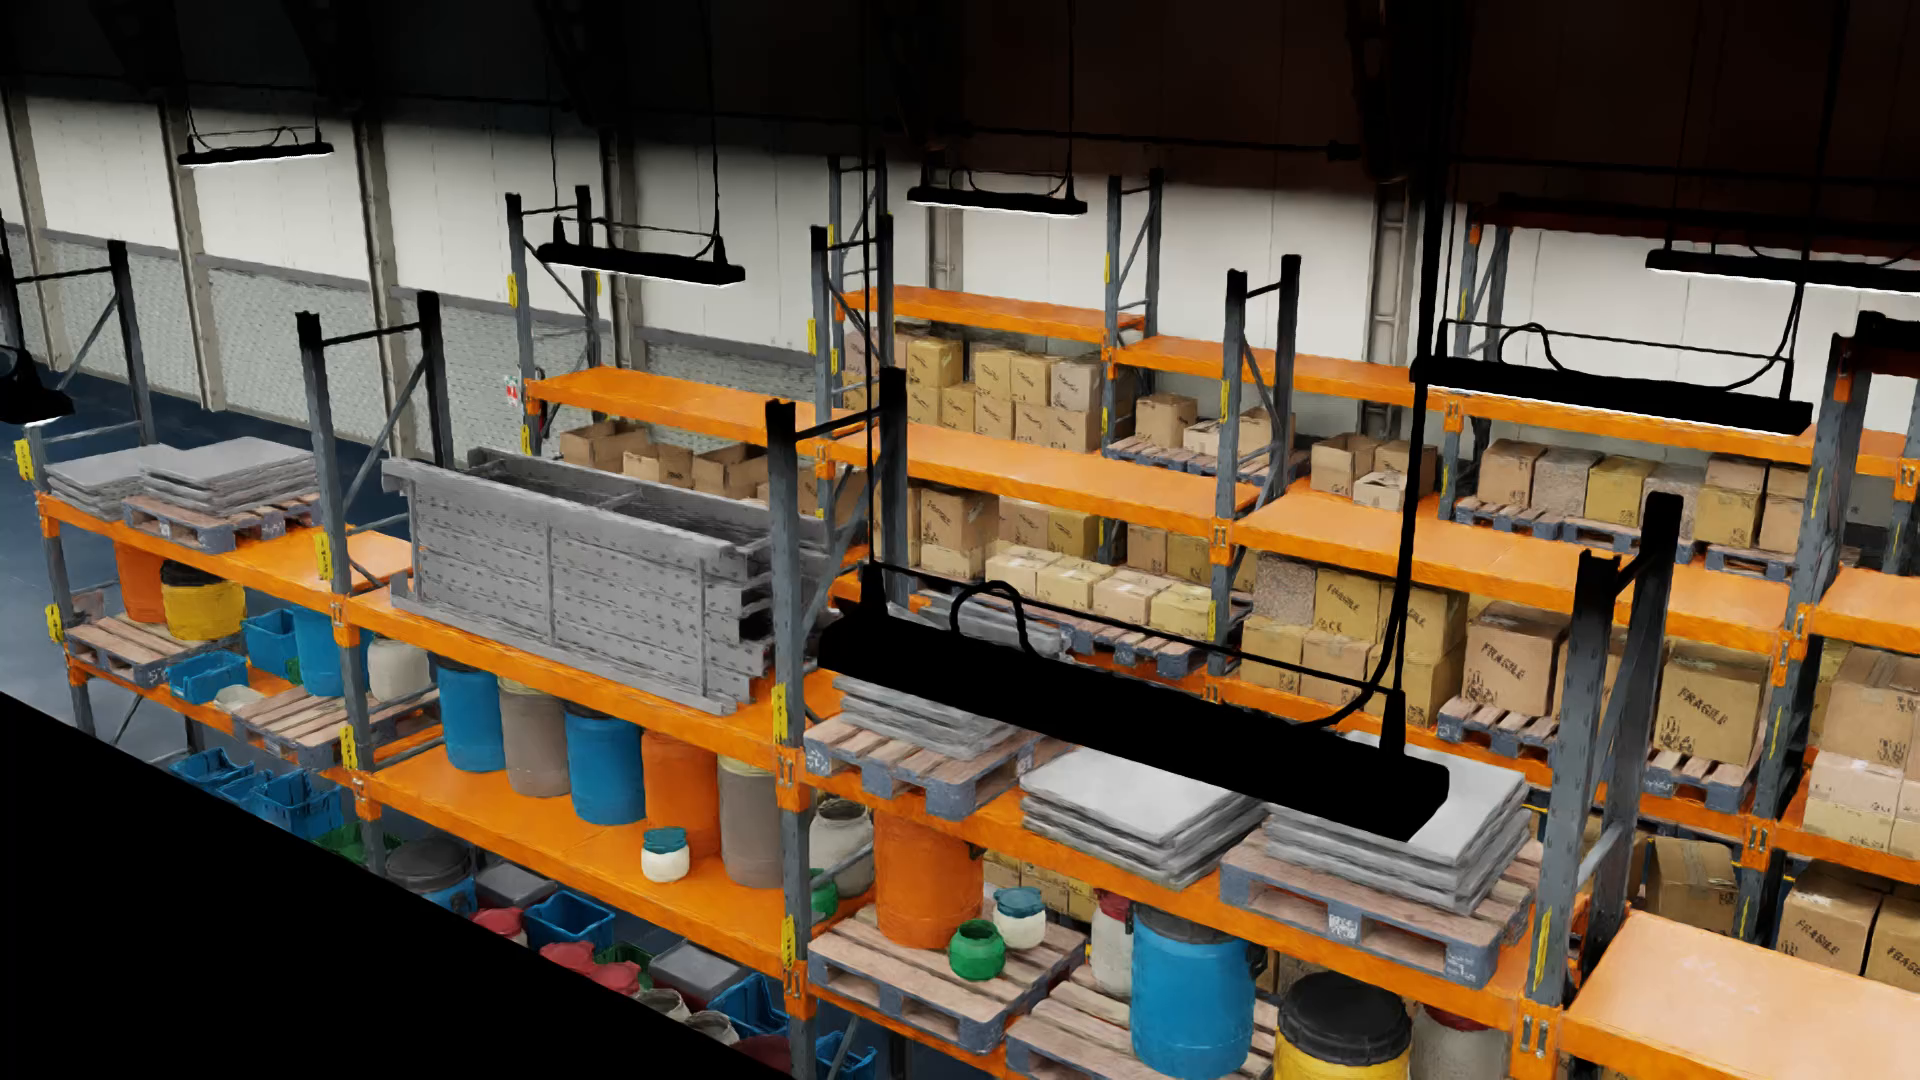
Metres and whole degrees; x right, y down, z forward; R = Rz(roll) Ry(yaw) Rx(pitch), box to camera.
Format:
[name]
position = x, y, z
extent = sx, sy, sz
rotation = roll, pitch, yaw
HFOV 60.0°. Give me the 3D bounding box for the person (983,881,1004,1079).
[person]
position = 0.300, 3.371, 12.365
extent = 0.542, 1.711, 0.682
rotation = 12, 22, 33
